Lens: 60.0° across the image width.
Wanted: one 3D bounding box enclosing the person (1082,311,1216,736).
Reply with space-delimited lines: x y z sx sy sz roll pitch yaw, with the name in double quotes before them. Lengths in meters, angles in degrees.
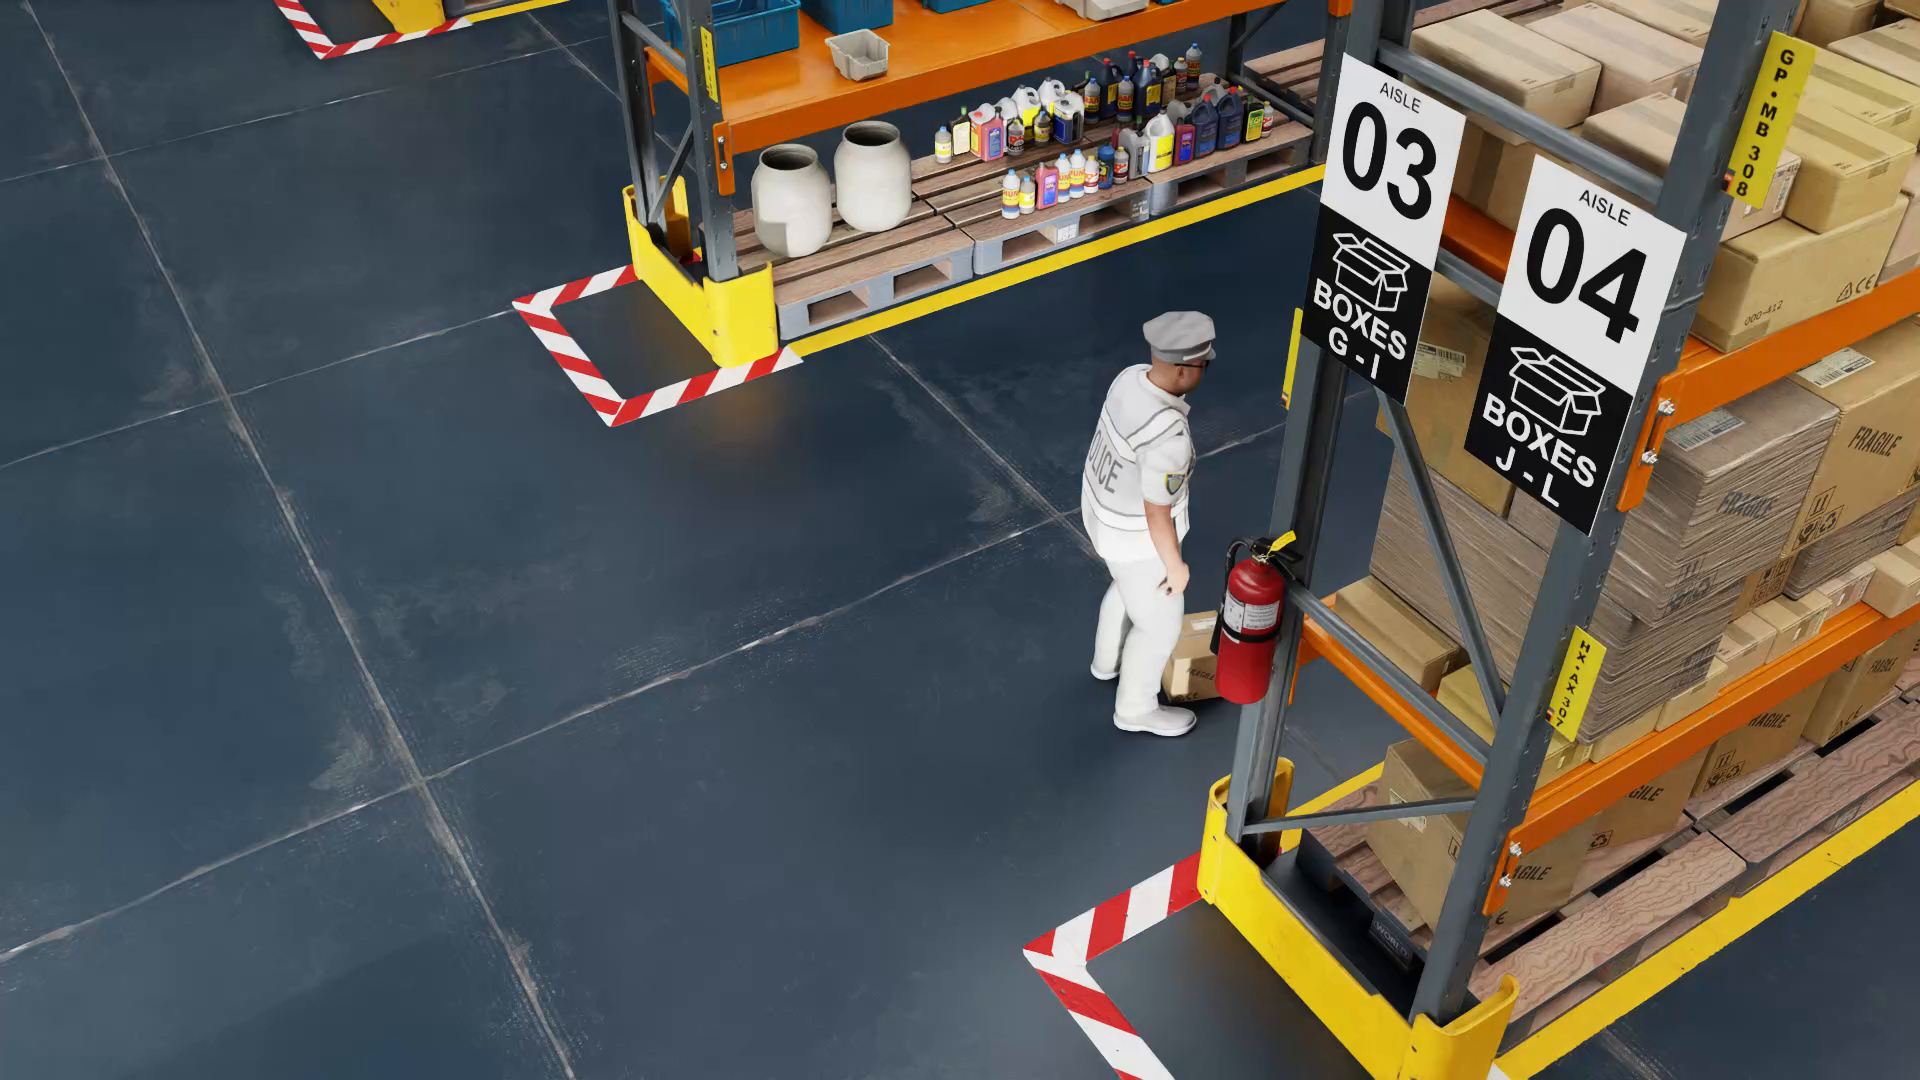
"person" 0.683 -0.053 6.213 0.436 1.748 0.586 -7 41 -9
